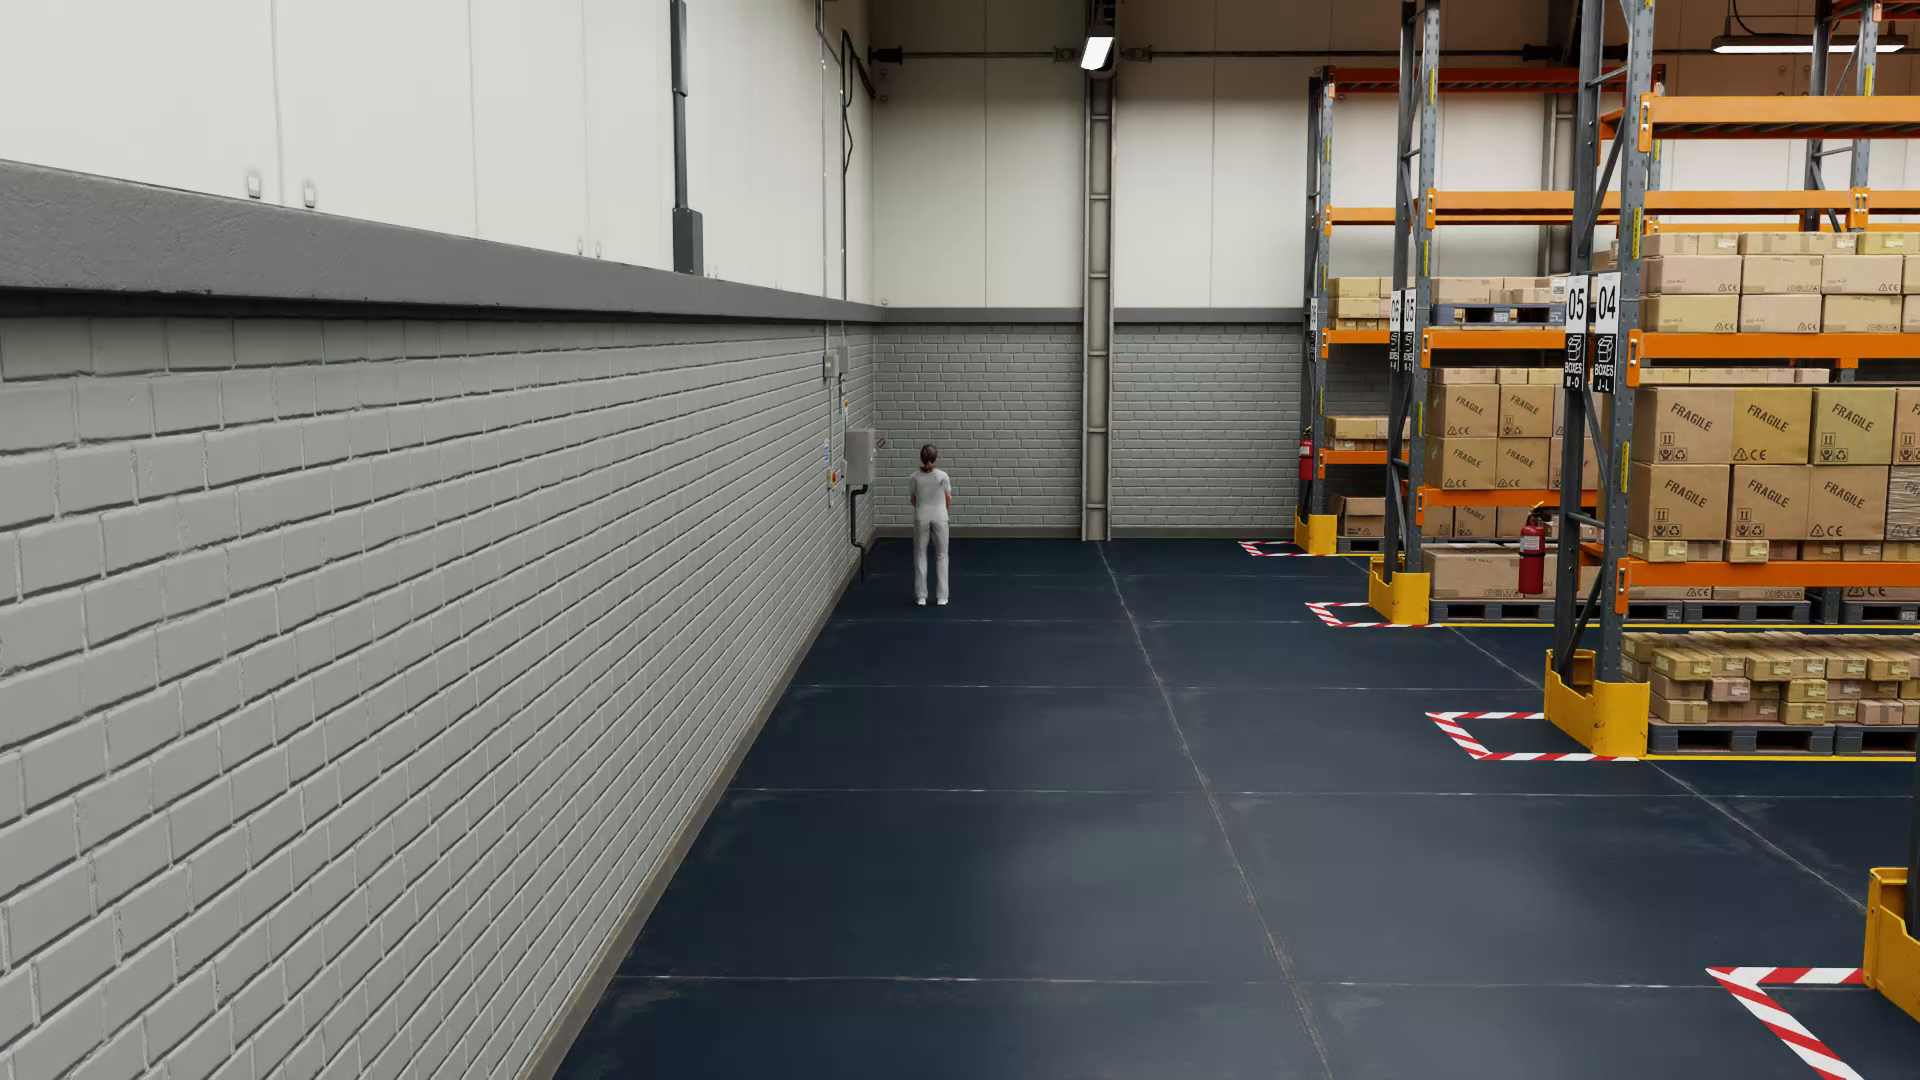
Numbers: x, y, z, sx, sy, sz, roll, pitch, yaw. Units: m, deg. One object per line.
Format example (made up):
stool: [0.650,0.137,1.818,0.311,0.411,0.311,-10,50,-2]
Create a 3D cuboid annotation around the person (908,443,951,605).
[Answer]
person: [-0.310,-0.175,17.157,0.444,1.671,0.547,0,7,1]
